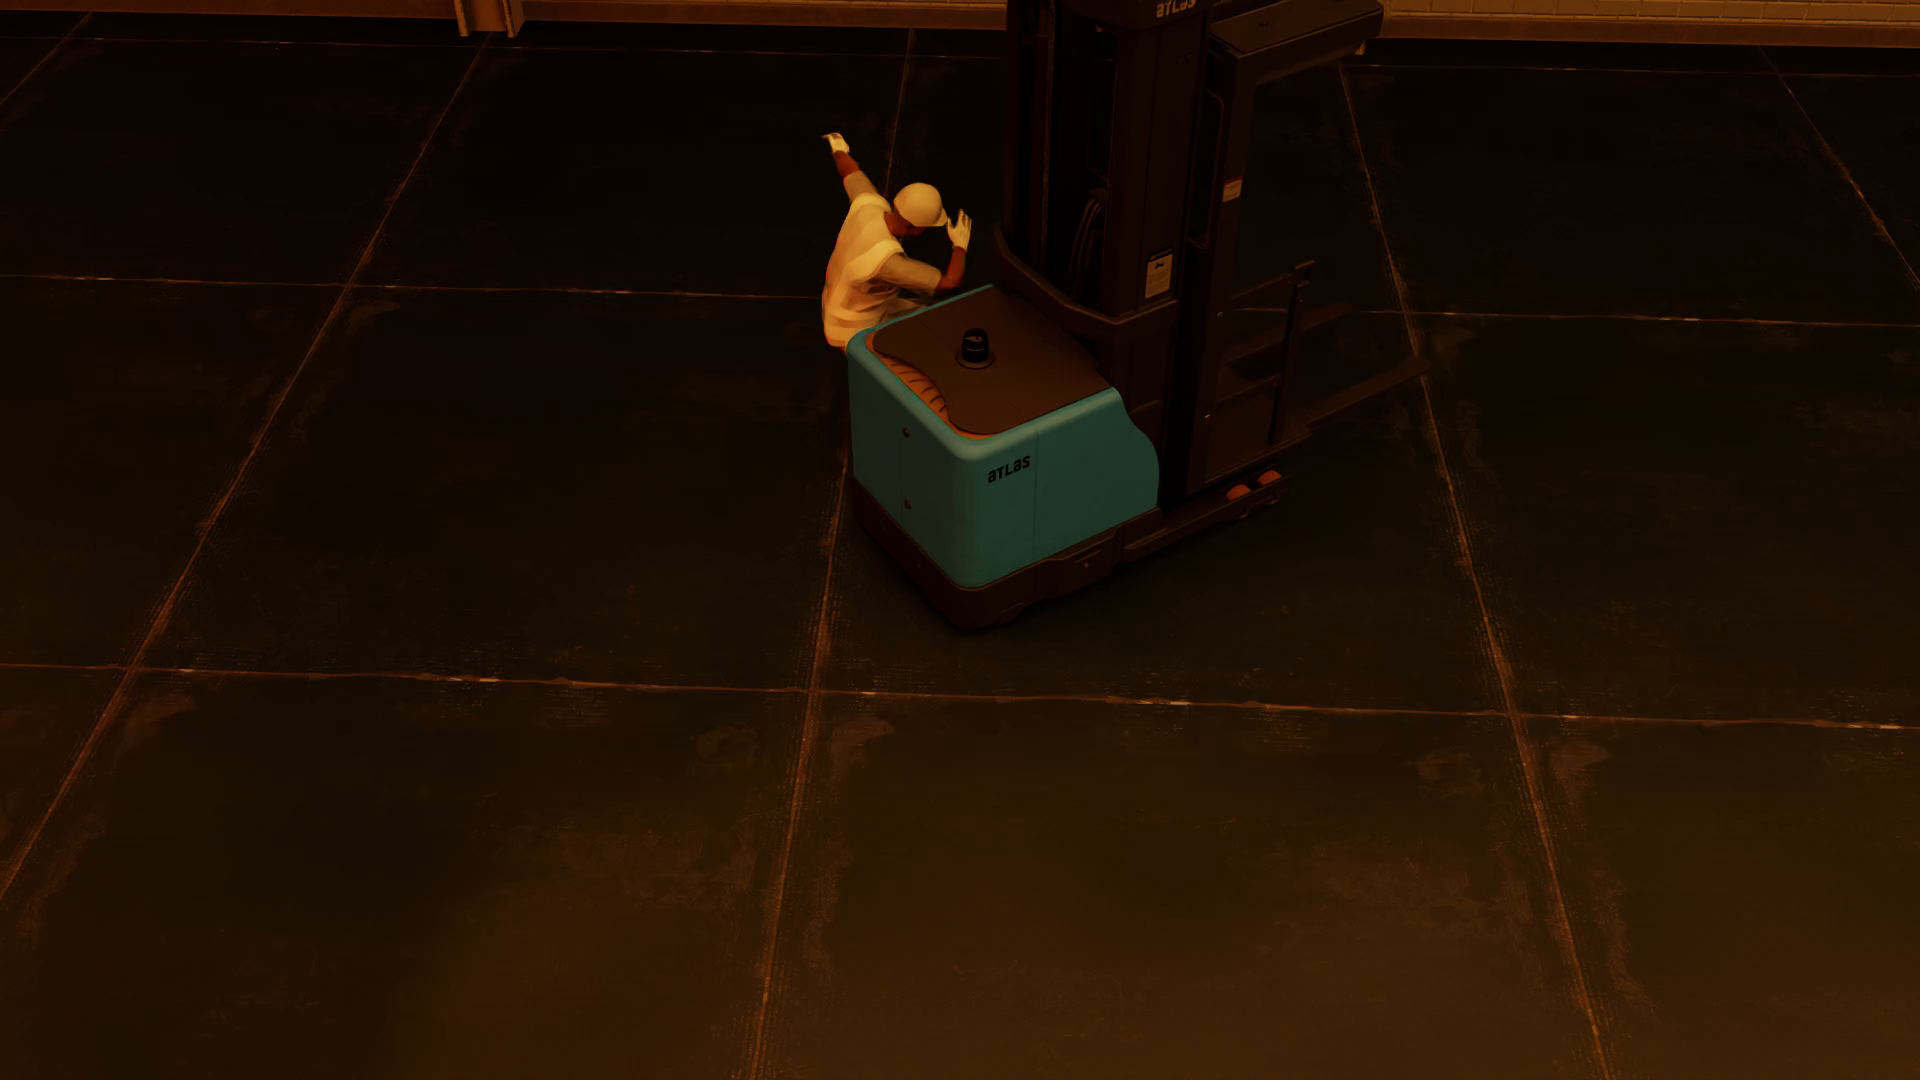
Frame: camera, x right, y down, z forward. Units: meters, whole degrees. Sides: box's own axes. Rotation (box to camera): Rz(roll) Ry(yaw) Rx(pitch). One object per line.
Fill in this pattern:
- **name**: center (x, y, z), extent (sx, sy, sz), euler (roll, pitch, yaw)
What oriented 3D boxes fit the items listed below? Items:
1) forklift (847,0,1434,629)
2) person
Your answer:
- **forklift**: center (0.999, -1.459, 7.341), extent (3.031, 2.935, 1.130), euler (-24, 47, -24)
- **person**: center (-0.320, -1.223, 8.223), extent (0.742, 1.430, 1.430), euler (-4, 43, -5)
